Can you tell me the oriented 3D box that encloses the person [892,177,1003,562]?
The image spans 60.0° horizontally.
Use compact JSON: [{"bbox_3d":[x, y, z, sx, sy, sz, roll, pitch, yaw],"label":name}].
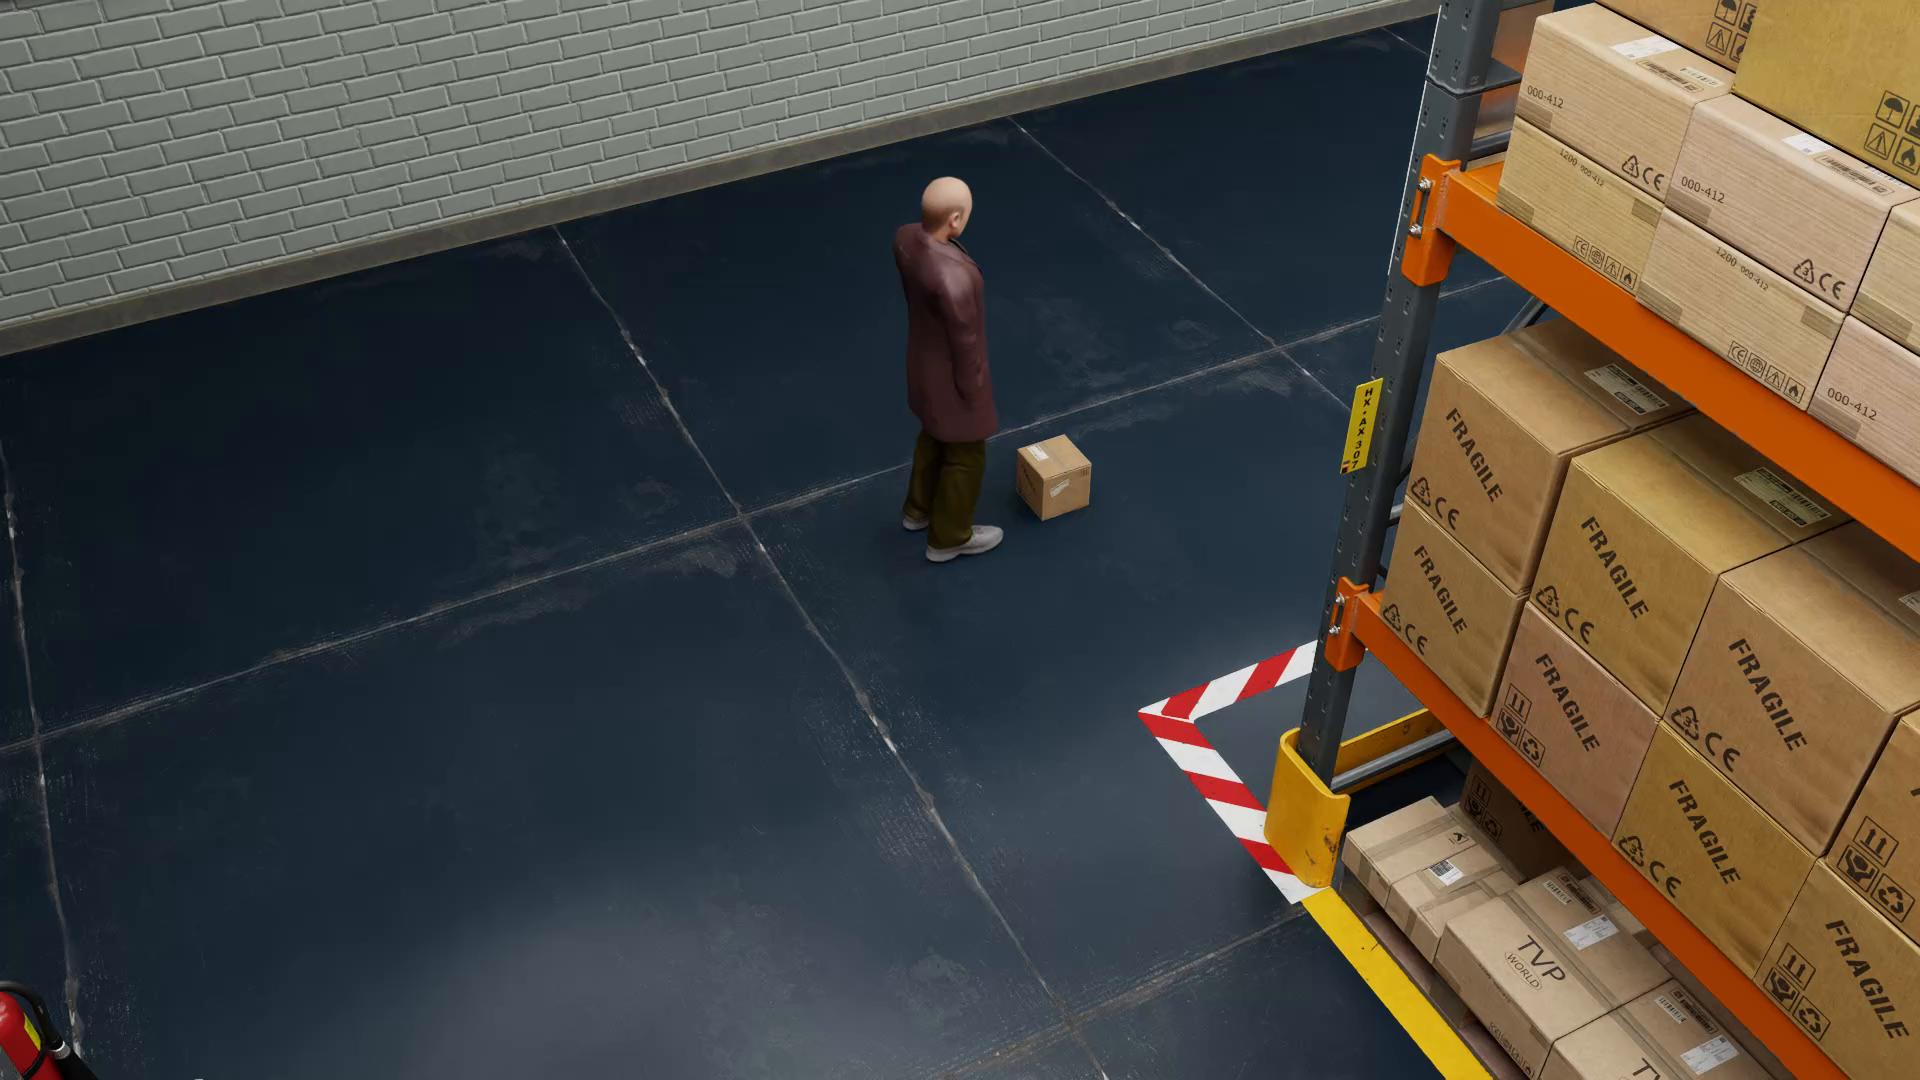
[{"bbox_3d":[-0.050,-0.724,7.019,0.377,1.772,0.562,-18,44,-20],"label":"person"}]
